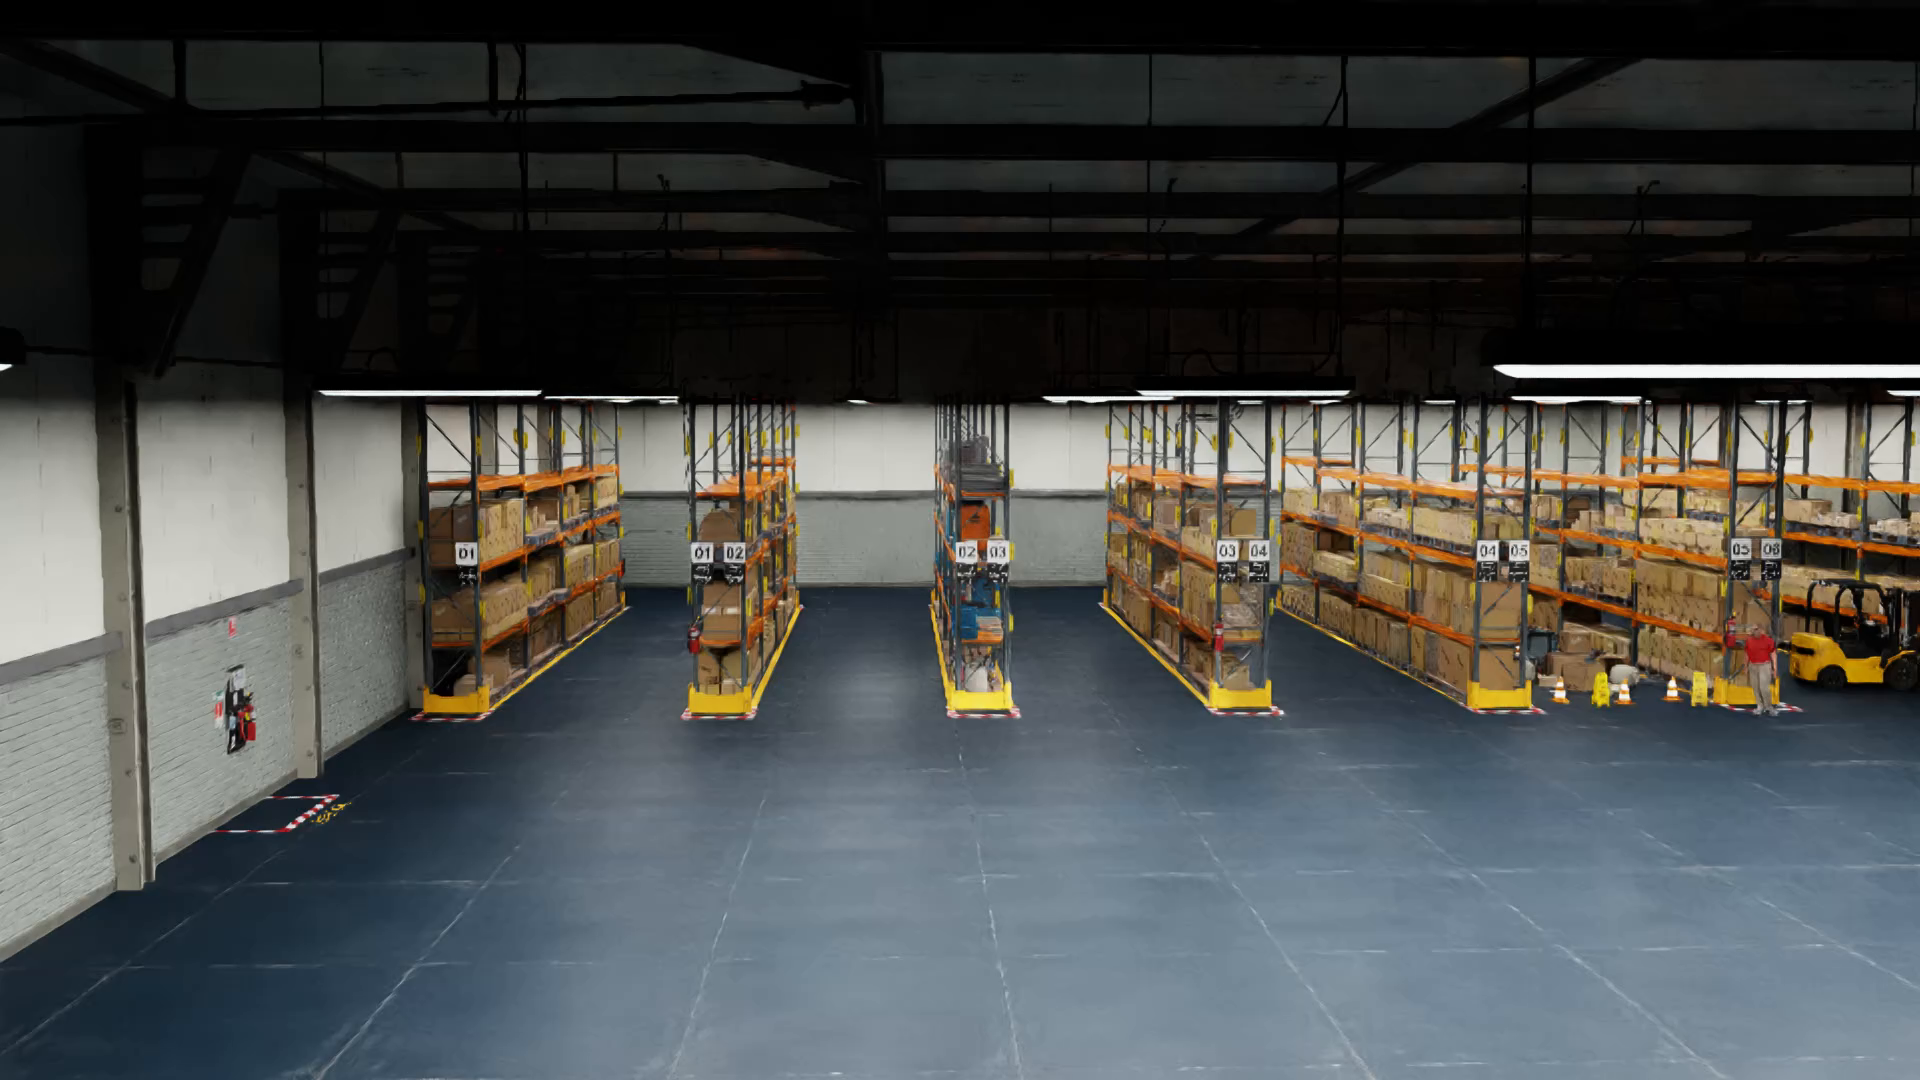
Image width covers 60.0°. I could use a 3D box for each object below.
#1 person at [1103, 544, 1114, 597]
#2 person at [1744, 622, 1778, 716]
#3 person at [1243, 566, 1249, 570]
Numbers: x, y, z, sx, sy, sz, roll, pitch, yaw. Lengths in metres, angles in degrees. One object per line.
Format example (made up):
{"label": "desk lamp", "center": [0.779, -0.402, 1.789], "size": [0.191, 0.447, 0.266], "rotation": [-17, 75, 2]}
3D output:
{"label": "person", "center": [4.600, 0.889, 49.791], "size": [0.610, 1.717, 0.569], "rotation": [-3, 6, -37]}
{"label": "person", "center": [14.862, 2.431, 30.847], "size": [0.437, 1.626, 0.647], "rotation": [-4, 6, -38]}
{"label": "person", "center": [8.557, 0.966, 48.692], "size": [0.634, 1.736, 1.038], "rotation": [2, 5, 21]}
